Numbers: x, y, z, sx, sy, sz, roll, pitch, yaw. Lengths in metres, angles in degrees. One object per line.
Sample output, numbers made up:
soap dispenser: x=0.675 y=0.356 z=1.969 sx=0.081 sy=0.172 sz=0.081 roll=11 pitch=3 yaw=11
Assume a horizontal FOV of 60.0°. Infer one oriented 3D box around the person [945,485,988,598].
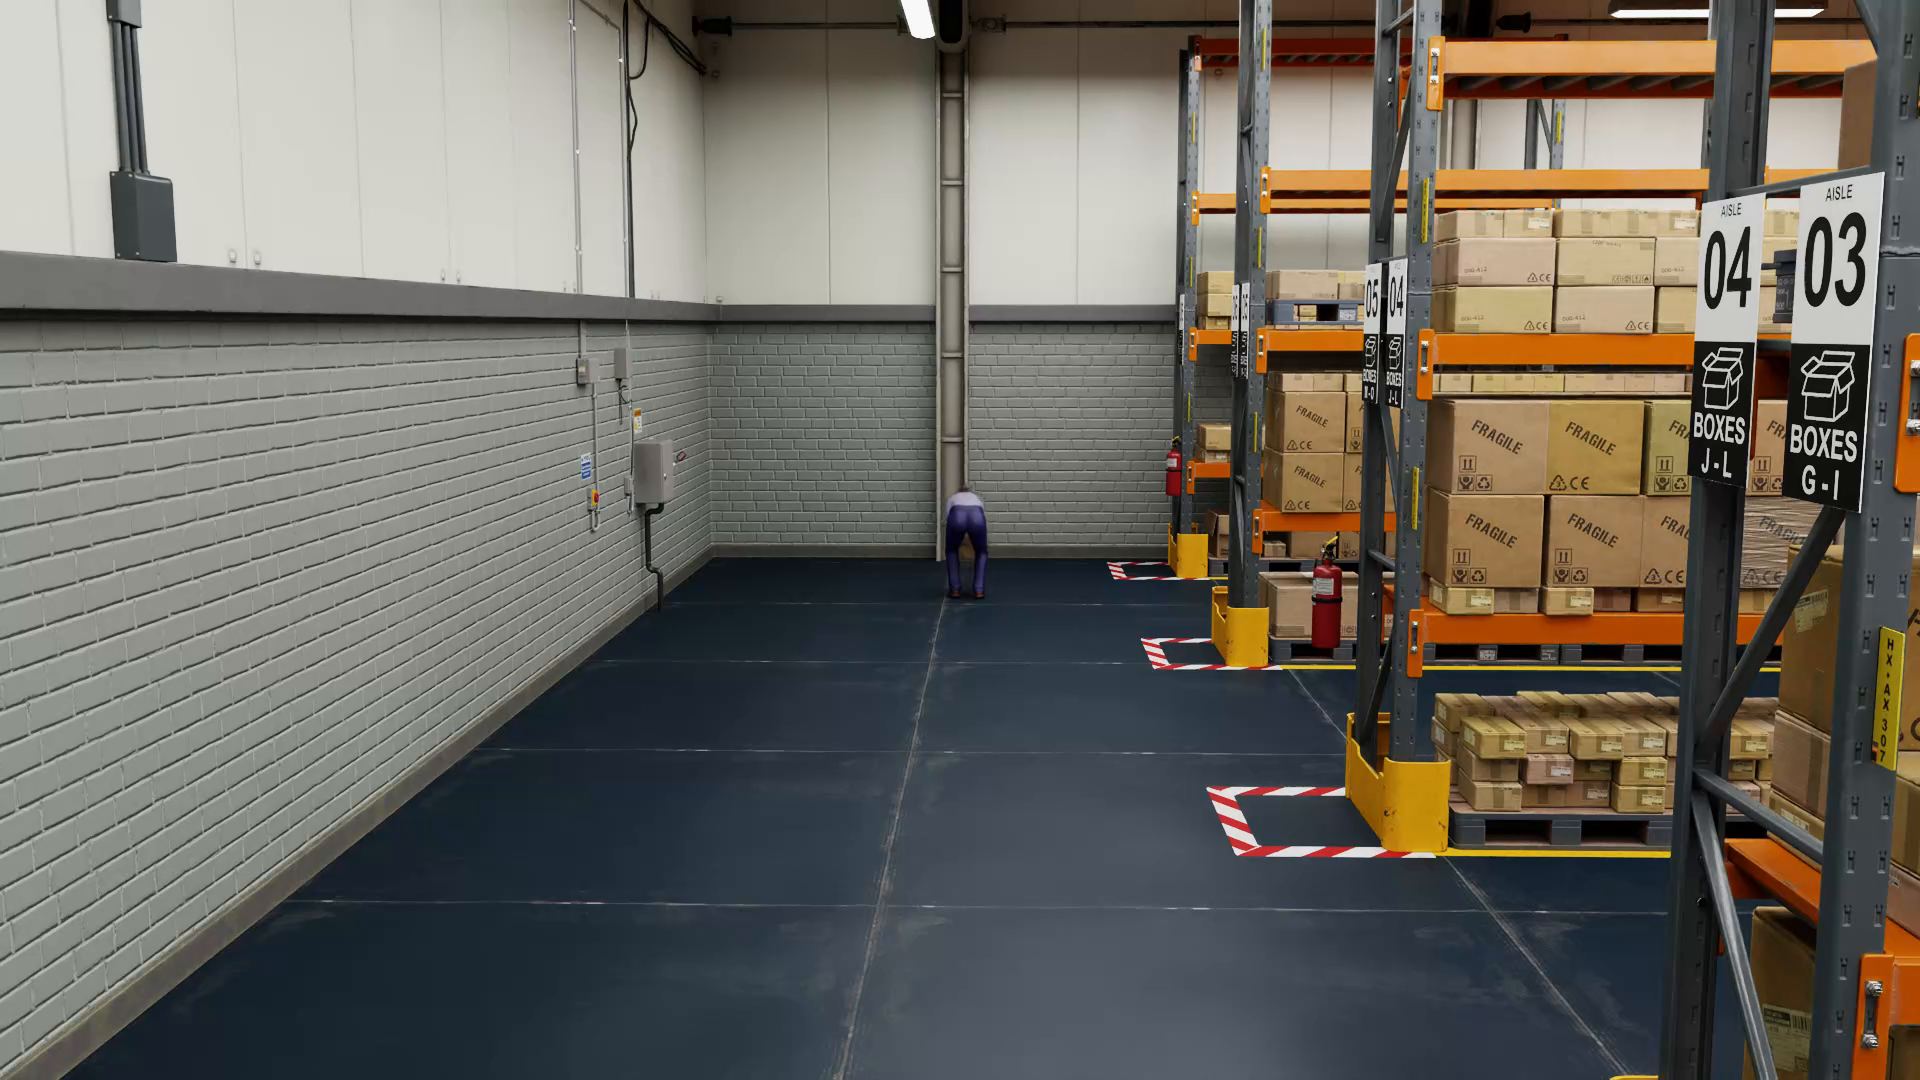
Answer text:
person: x=0.069 y=0.013 z=17.696 sx=0.455 sy=1.153 sz=0.888 roll=0 pitch=7 yaw=0
